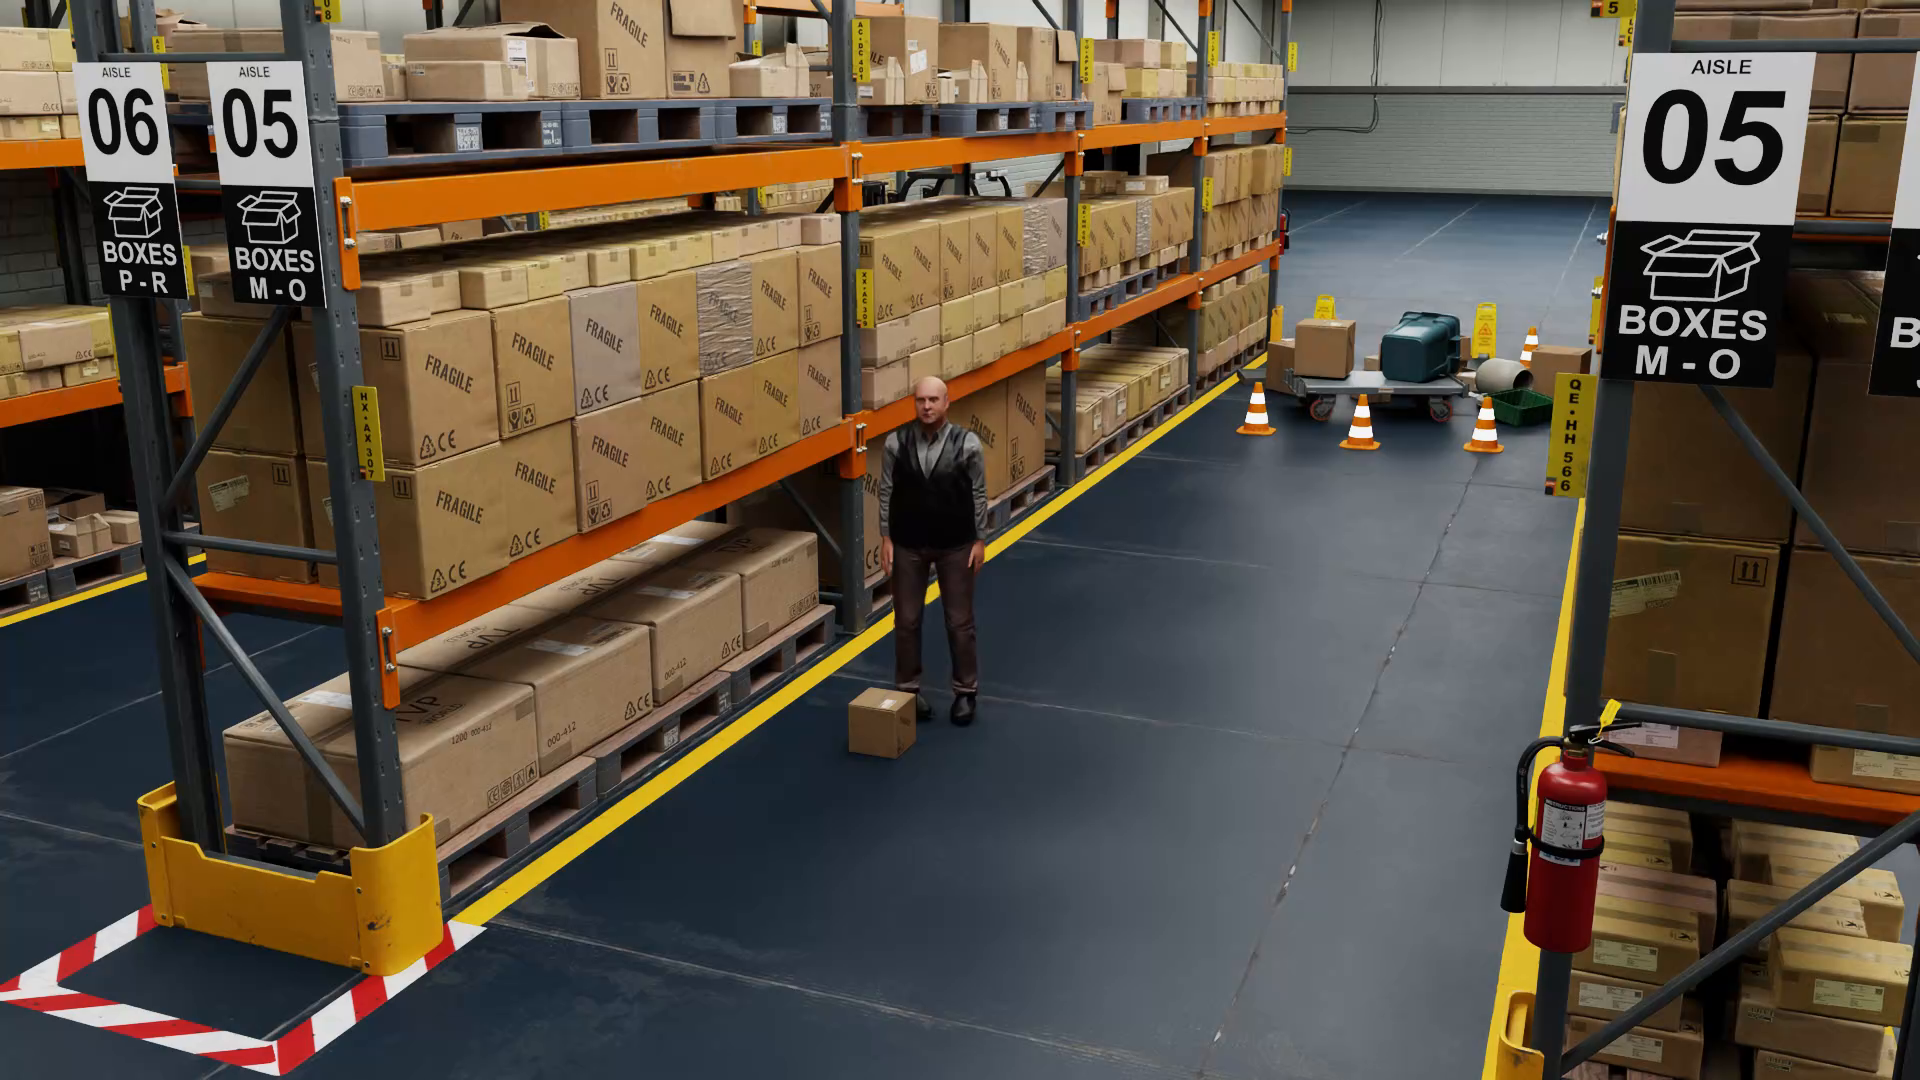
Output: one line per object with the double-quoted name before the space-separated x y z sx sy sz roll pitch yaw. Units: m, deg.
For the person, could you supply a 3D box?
"person" -0.138 0.042 8.357 0.549 1.730 0.393 2 15 7
